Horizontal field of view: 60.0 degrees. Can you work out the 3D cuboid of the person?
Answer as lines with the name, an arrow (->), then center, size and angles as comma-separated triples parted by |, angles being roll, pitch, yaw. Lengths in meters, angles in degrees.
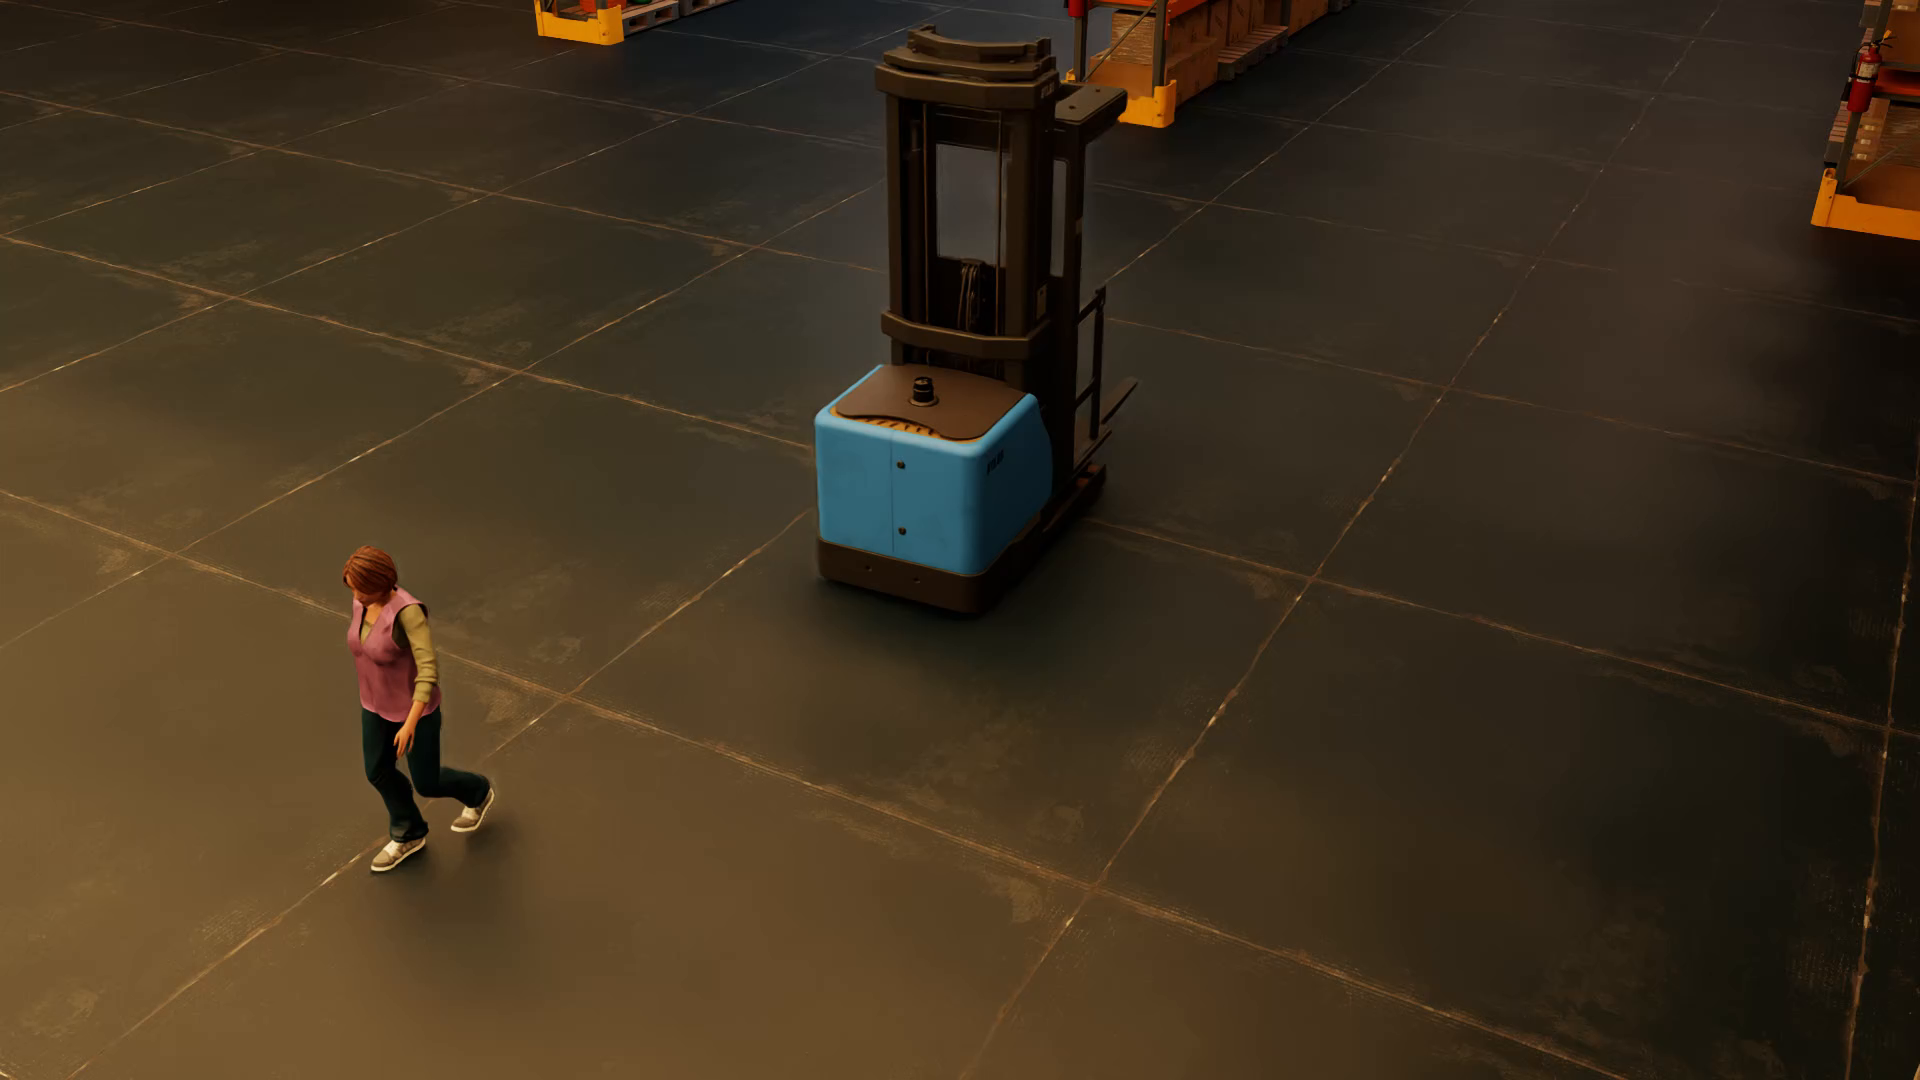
person -> -2.416, 0.714, 7.194 | 0.715, 1.579, 0.622 | 17, 34, 27

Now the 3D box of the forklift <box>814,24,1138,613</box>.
forklift -> 0.277, -1.580, 9.809 | 1.130, 2.935, 3.031 | 13, 33, 22
